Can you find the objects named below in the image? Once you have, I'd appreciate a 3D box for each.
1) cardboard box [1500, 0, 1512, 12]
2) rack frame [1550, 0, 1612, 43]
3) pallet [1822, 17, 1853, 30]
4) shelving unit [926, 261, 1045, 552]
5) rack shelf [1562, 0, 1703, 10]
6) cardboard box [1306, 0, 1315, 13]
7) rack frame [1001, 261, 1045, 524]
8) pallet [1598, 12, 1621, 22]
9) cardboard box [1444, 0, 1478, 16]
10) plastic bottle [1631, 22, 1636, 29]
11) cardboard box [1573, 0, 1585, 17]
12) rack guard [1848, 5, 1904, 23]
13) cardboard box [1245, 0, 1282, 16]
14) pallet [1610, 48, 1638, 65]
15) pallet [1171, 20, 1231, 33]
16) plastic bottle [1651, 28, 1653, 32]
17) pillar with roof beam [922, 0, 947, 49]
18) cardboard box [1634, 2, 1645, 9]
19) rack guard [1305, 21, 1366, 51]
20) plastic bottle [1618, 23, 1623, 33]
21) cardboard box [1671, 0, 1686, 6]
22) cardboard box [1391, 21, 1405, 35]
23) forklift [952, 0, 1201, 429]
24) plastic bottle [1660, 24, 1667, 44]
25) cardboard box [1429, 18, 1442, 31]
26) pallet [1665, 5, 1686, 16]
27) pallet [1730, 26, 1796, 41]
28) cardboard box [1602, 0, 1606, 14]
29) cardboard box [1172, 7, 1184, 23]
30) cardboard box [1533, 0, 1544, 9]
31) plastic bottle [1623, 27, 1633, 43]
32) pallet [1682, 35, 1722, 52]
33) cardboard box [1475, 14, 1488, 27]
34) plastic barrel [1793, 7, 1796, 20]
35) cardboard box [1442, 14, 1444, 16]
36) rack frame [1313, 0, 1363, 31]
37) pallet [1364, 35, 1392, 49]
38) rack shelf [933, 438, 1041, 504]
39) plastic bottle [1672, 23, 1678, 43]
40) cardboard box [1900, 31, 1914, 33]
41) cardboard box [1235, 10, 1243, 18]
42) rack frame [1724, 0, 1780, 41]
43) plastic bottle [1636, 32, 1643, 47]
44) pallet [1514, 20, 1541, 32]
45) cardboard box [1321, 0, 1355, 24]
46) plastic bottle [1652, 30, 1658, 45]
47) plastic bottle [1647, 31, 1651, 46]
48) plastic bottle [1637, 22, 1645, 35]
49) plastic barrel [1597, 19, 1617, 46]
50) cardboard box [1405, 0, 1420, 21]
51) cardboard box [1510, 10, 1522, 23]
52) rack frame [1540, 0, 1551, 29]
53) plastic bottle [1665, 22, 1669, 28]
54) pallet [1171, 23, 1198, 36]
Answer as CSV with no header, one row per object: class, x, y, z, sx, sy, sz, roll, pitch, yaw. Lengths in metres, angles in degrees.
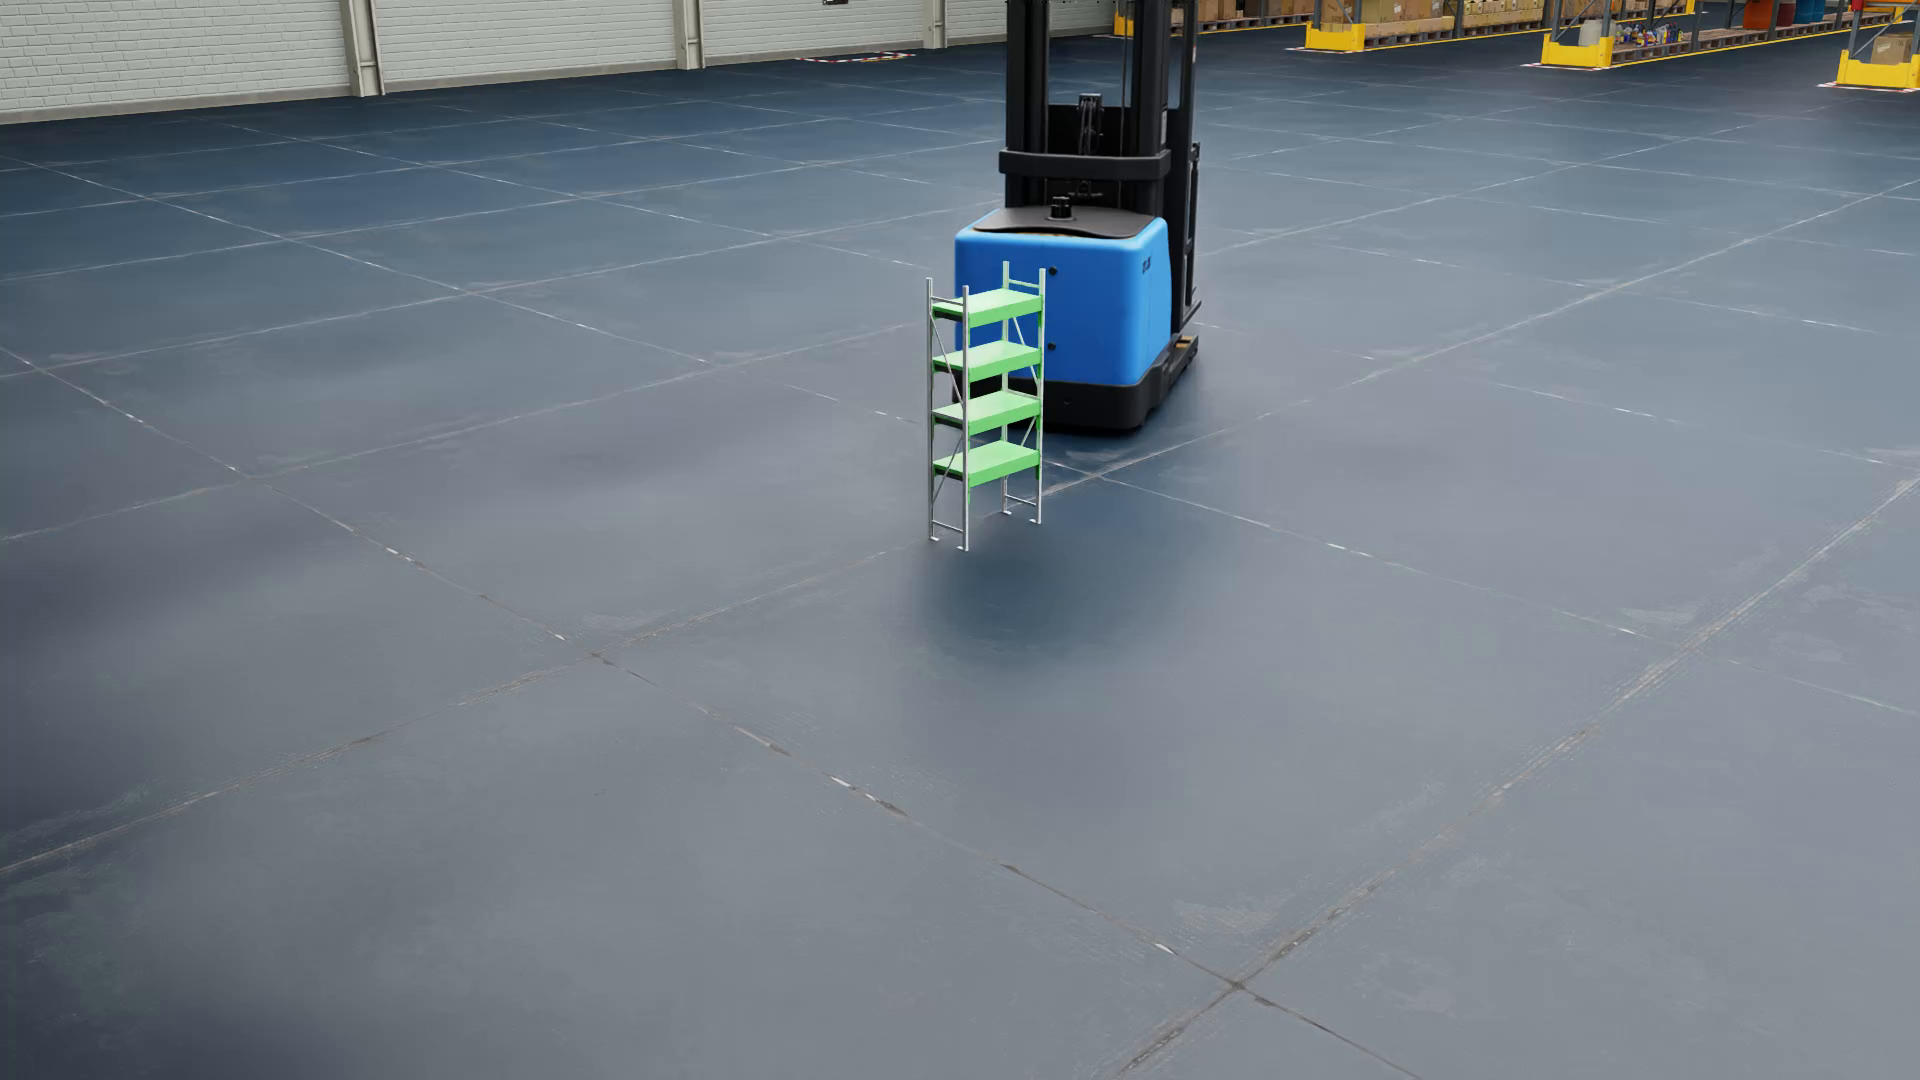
cardboard box,11.700,-11.703,36.307,0.500,0.311,0.500,-19,28,-41
rack frame,10.917,-9.820,28.943,1.000,3.000,0.127,19,28,41
pallet,19.774,-11.802,37.986,1.003,0.211,1.213,19,28,41
shelving unit,0.115,-0.603,7.470,0.258,1.200,0.503,19,28,41
rack shelf,12.312,-9.999,30.410,1.077,0.370,4.000,19,28,41
cardboard box,8.166,-12.959,39.979,0.700,0.500,0.500,19,28,40
rack frame,0.286,-0.665,7.633,0.240,1.200,0.015,19,28,41
pallet,15.202,-12.625,40.128,1.003,0.211,1.213,19,28,41
cardboard box,10.628,-11.307,35.278,0.500,0.311,0.500,19,28,41
plastic bottle,12.847,-9.714,31.745,0.185,0.351,0.144,-19,28,-41
cardboard box,14.189,-12.465,38.695,0.500,0.500,0.500,19,28,40
rack guard,22.086,-12.776,40.117,1.175,0.500,0.348,19,28,41
cardboard box,7.111,-12.560,38.942,0.500,0.500,0.700,-19,28,-40
pallet,11.507,-8.757,30.065,1.003,0.211,1.213,19,28,41
pallet,5.315,-11.530,37.278,1.003,0.211,1.213,19,28,41
plastic bottle,12.913,-9.402,31.027,0.061,0.283,0.133,19,28,41
pillar with roof beam,2.586,-12.877,28.533,9.100,9.000,0.400,19,28,41
cardboard box,16.786,-13.307,41.351,0.380,0.166,0.250,19,28,41
rack guard,7.354,-9.888,32.603,1.175,0.500,0.348,19,28,41
plastic bottle,12.419,-9.556,31.334,0.144,0.351,0.185,19,28,40
cardboard box,18.330,-14.011,42.717,0.500,0.500,0.500,19,28,41
cardboard box,8.600,-10.313,33.474,0.500,0.250,0.500,19,28,41
forklift,0.875,-2.459,9.887,1.130,2.935,3.031,6,22,16
plastic bottle,13.106,-9.447,31.052,0.144,0.351,0.185,19,28,40
cardboard box,9.638,-10.702,34.484,0.500,0.250,0.500,19,28,41
pallet,17.924,-13.647,42.787,1.003,0.211,1.213,19,28,41
pallet,17.018,-10.788,35.348,1.003,0.211,1.213,19,28,41
cardboard box,15.252,-12.861,39.724,0.500,0.500,0.500,19,28,41
cardboard box,4.764,-11.552,36.583,0.500,0.311,0.500,-17,27,-38
cardboard box,12.763,-12.095,37.328,0.500,0.311,0.500,-19,28,-41
plastic bottle,12.543,-9.490,31.268,0.152,0.276,0.135,19,28,41
pallet,14.228,-9.758,32.669,1.003,0.211,1.213,19,28,41
cardboard box,10.978,-11.174,35.714,0.500,0.250,0.500,-19,28,-41
plastic barrel,17.945,-11.499,36.194,0.421,0.512,0.421,0,21,0
cardboard box,10.243,-11.181,35.730,0.500,0.250,0.500,19,28,40
rack frame,7.371,-11.061,32.171,1.000,3.000,0.127,19,28,41
pallet,7.874,-9.966,33.210,1.003,0.211,1.213,19,28,41
rack shelf,0.115,-0.319,7.579,0.258,0.148,0.480,19,28,41
plastic bottle,13.465,-9.580,31.396,0.144,0.351,0.185,18,28,39
cardboard box,15.756,-8.085,27.326,0.500,0.500,0.500,-17,27,-37
cardboard box,6.258,-12.066,38.121,0.380,0.166,0.250,15,26,34
rack frame,16.498,-11.877,34.293,1.000,3.000,0.127,19,28,41
plastic bottle,12.405,-9.140,30.363,0.097,0.271,0.097,0,21,0
pallet,12.349,-11.614,37.496,1.003,0.211,1.213,19,28,41
cardboard box,7.532,-10.536,33.007,0.500,0.500,0.500,19,28,41
plastic bottle,12.856,-9.306,30.795,0.097,0.271,0.097,0,21,0
plastic bottle,12.644,-9.228,30.592,0.097,0.271,0.097,0,21,0
plastic bottle,12.951,-9.678,31.651,0.144,0.351,0.185,19,28,41
plastic barrel,11.671,-9.172,30.139,0.421,0.512,0.421,0,21,0
cardboard box,8.953,-10.791,33.670,0.500,0.500,0.500,19,28,41
cardboard box,12.049,-11.572,36.747,0.500,0.250,0.500,-19,28,-41
rack frame,12.952,-13.117,37.521,1.000,3.000,0.127,19,28,41
plastic bottle,13.362,-9.616,31.490,0.144,0.351,0.185,19,28,41
pallet,4.464,-11.218,36.466,1.003,0.211,1.213,19,28,41
